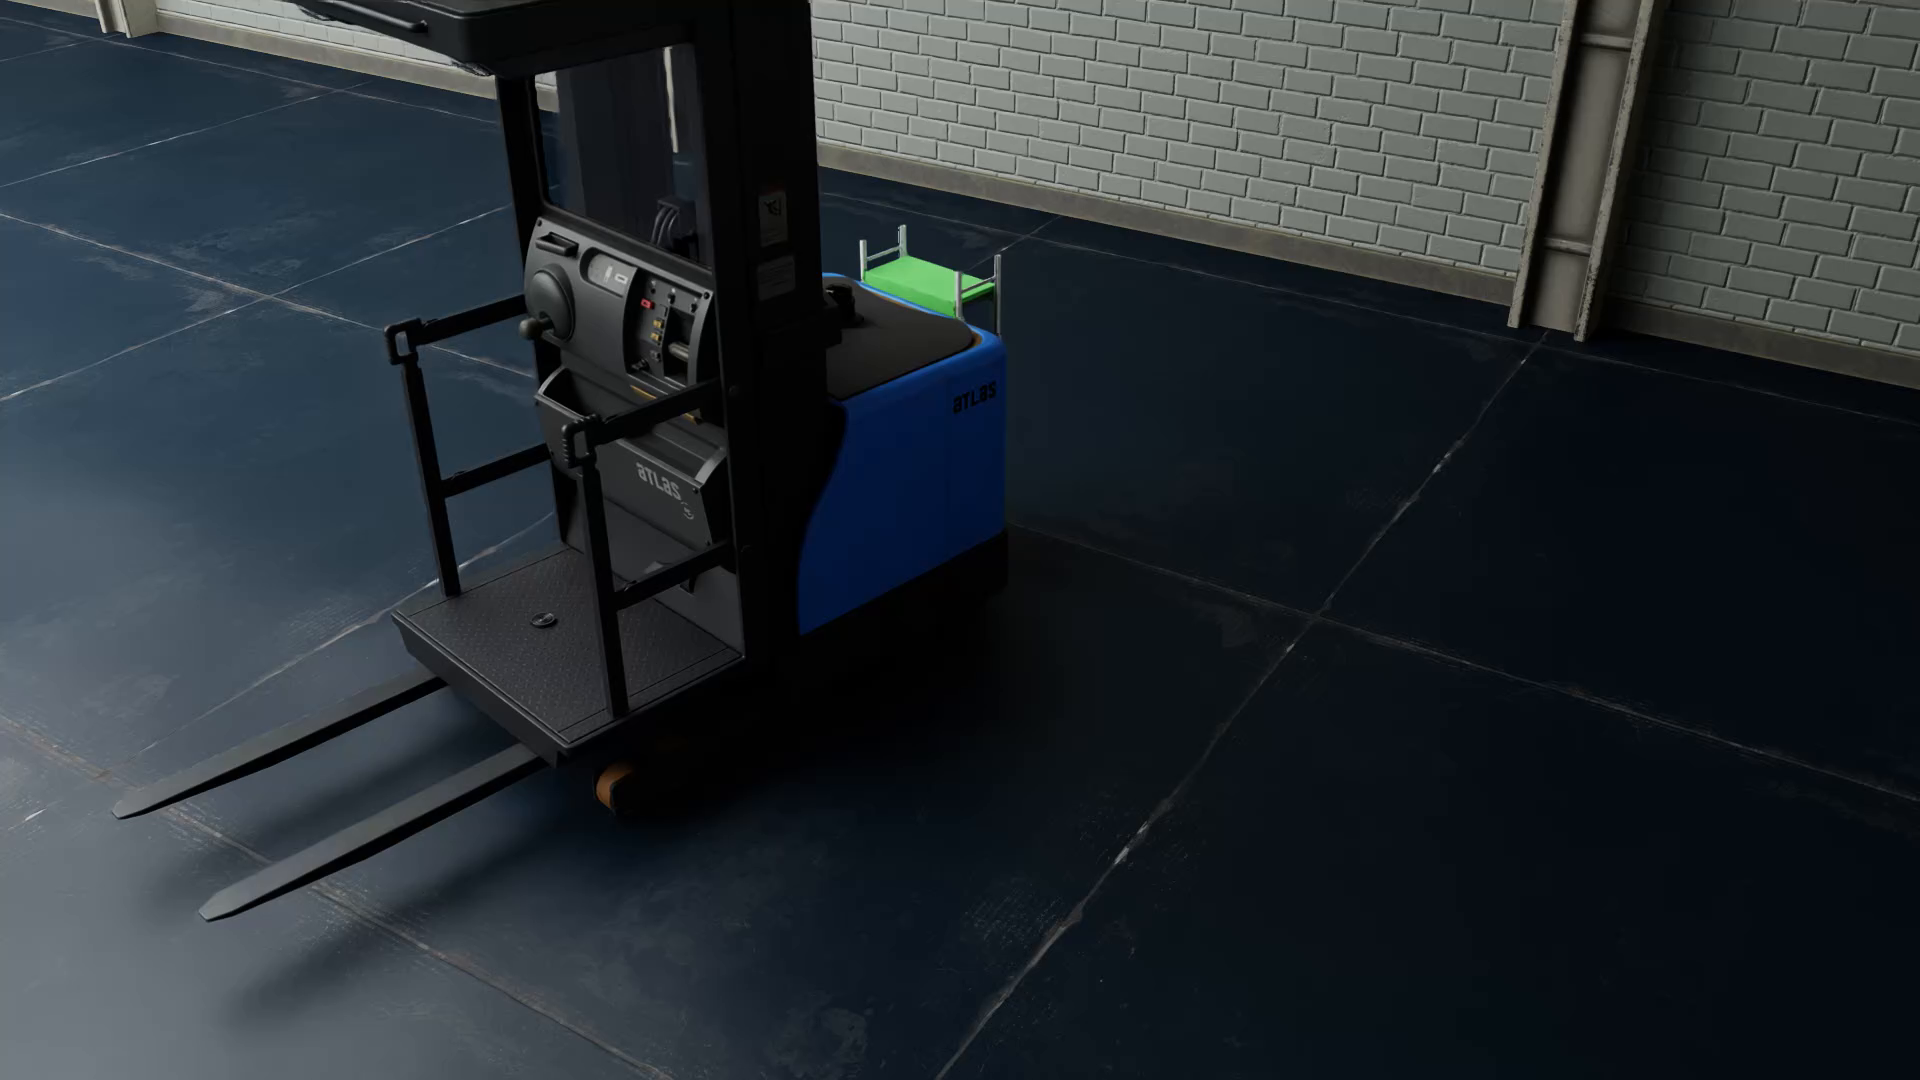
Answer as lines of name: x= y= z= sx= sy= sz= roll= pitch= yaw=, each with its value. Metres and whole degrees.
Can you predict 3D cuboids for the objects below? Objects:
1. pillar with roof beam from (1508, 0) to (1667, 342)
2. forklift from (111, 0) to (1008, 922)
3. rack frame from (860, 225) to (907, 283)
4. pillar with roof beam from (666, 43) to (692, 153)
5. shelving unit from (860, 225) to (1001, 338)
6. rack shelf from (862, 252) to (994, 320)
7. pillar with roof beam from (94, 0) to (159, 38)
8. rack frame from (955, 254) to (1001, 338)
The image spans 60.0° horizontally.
pillar with roof beam: x=0.812 y=-3.178 z=3.266 sx=0.400 sy=9.000 sz=9.100 roll=18 pitch=35 yaw=27
forklift: x=-1.216 y=-0.694 z=5.030 sx=1.130 sy=2.935 sz=3.031 roll=27 pitch=40 yaw=38
rack frame: x=-0.295 y=-0.662 z=6.695 sx=0.015 sy=1.200 sz=0.240 roll=24 pitch=38 yaw=35
pillar with roof beam: x=-4.270 y=-4.785 z=6.022 sx=0.400 sy=9.000 sz=9.100 roll=18 pitch=35 yaw=27
shelving unit: x=-0.113 y=-0.580 z=6.554 sx=0.503 sy=1.200 sz=0.258 roll=24 pitch=38 yaw=35
rack shelf: x=-0.113 y=-0.940 z=6.344 sx=0.480 sy=0.148 sz=0.258 roll=24 pitch=38 yaw=35
pillar with roof beam: x=-9.352 y=-6.392 z=8.777 sx=0.400 sy=9.000 sz=9.100 roll=18 pitch=35 yaw=27
rack frame: x=0.068 y=-0.498 z=6.413 sx=0.015 sy=1.200 sz=0.240 roll=24 pitch=38 yaw=35
